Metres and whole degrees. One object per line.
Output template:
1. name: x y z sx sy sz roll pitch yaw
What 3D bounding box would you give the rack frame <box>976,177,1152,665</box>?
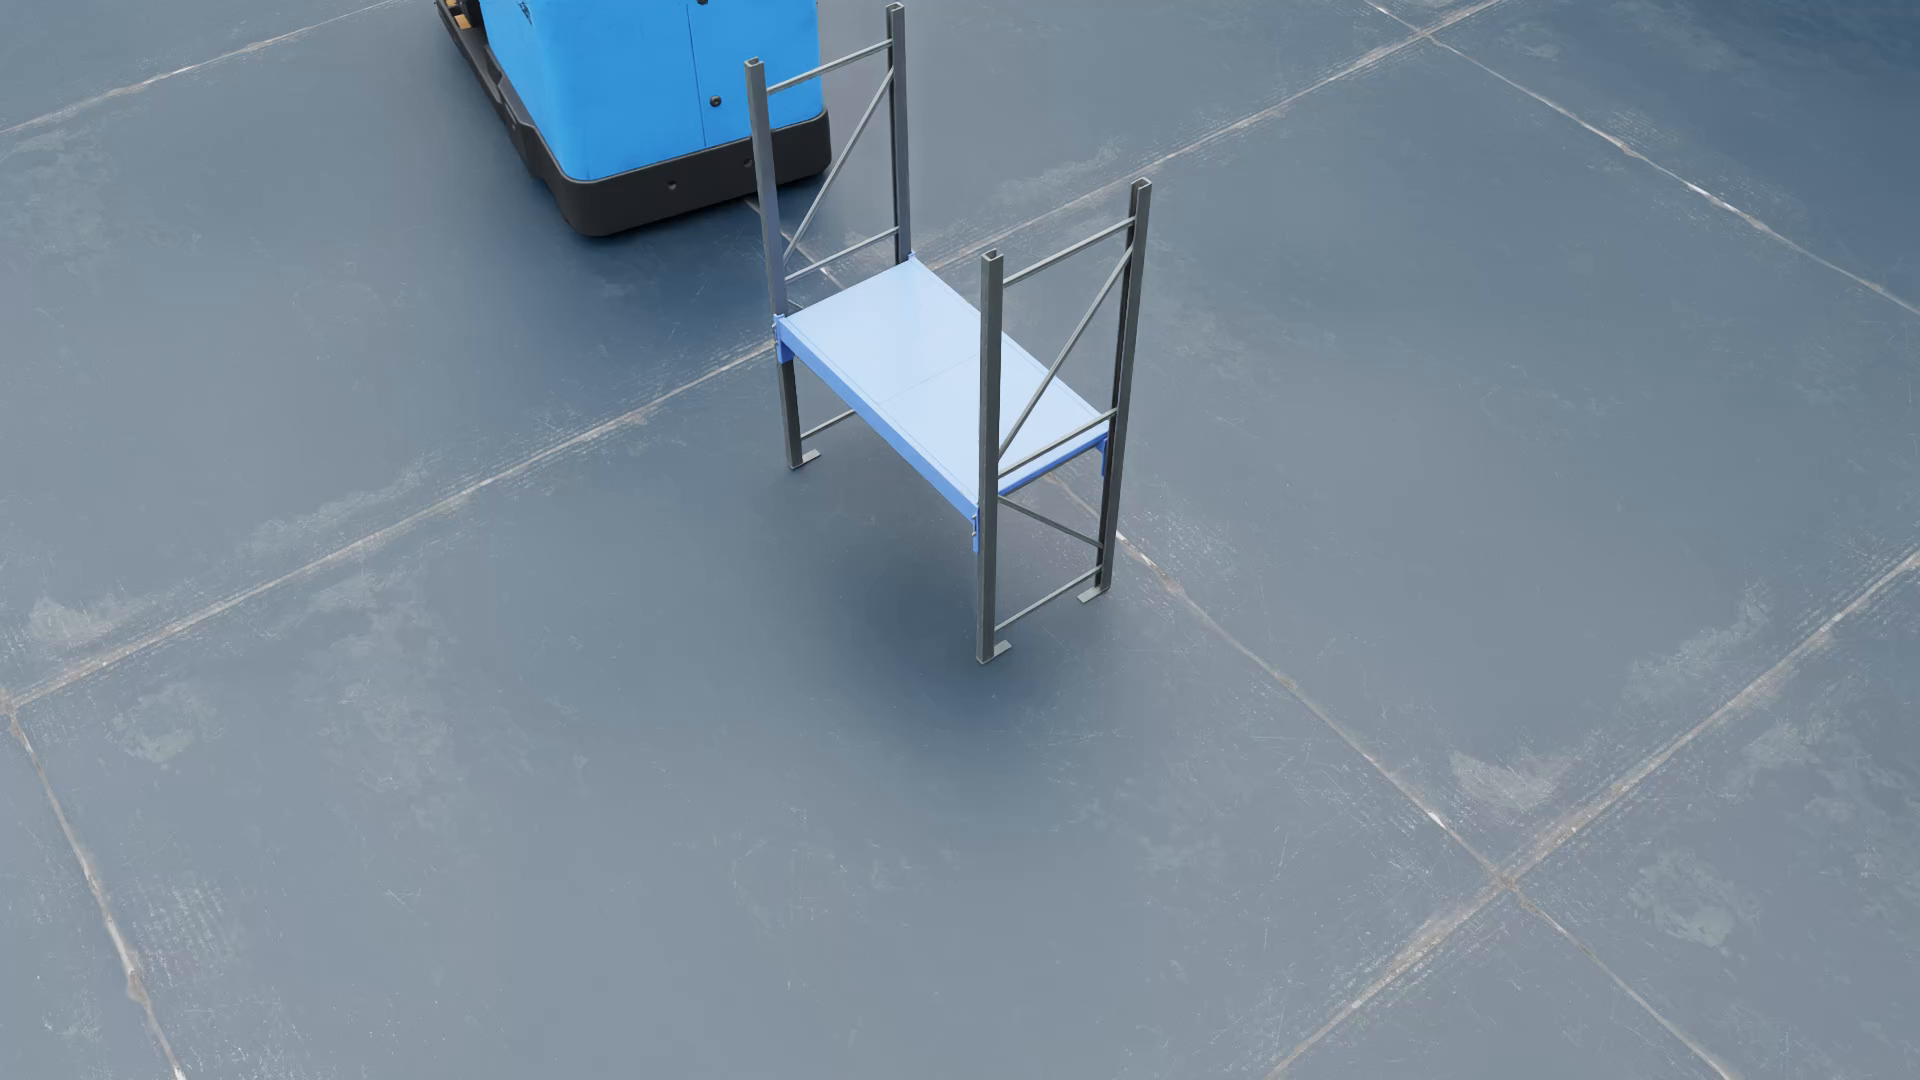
1. rack frame: 0.256 -0.254 4.468 0.500 1.500 0.032 -29 54 -24

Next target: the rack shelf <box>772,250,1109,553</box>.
1. rack shelf: -0.052 -0.433 4.873 0.538 0.185 1.000 -29 54 -24

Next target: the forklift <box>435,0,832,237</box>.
1. forklift: -1.621 -3.210 6.182 1.130 2.935 3.031 -21 51 -18

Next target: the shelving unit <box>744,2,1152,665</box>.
1. shelving unit: -0.052 -0.554 4.740 0.538 1.500 1.048 -29 54 -24

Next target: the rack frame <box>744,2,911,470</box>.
1. rack frame: -0.359 -0.854 5.012 0.500 1.500 0.032 -29 54 -24
